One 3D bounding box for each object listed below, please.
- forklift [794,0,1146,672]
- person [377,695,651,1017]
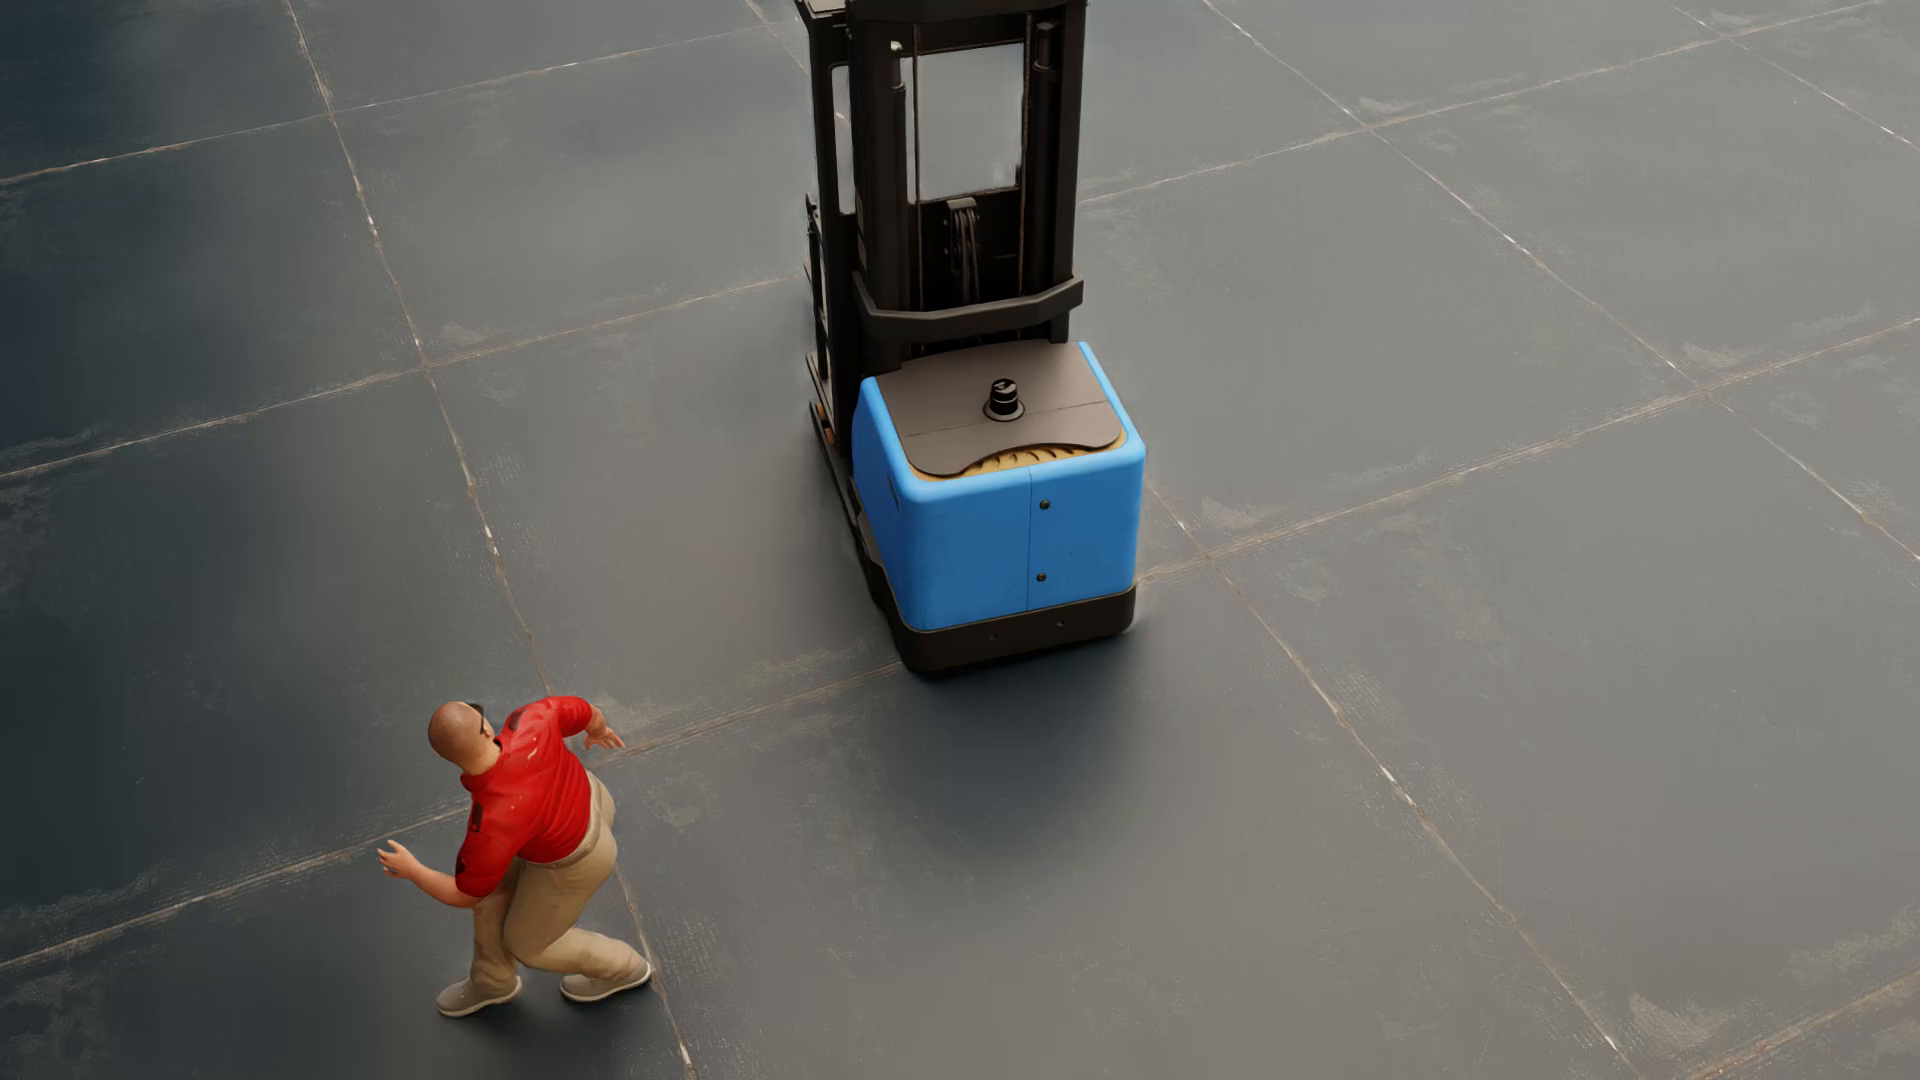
[{"bbox_3d":[-0.121,-1.529,7.319,1.130,2.935,3.031,-11,44,-11],"label":"forklift"},{"bbox_3d":[-1.538,1.002,5.620,0.792,1.573,0.777,-5,43,-5],"label":"person"}]
